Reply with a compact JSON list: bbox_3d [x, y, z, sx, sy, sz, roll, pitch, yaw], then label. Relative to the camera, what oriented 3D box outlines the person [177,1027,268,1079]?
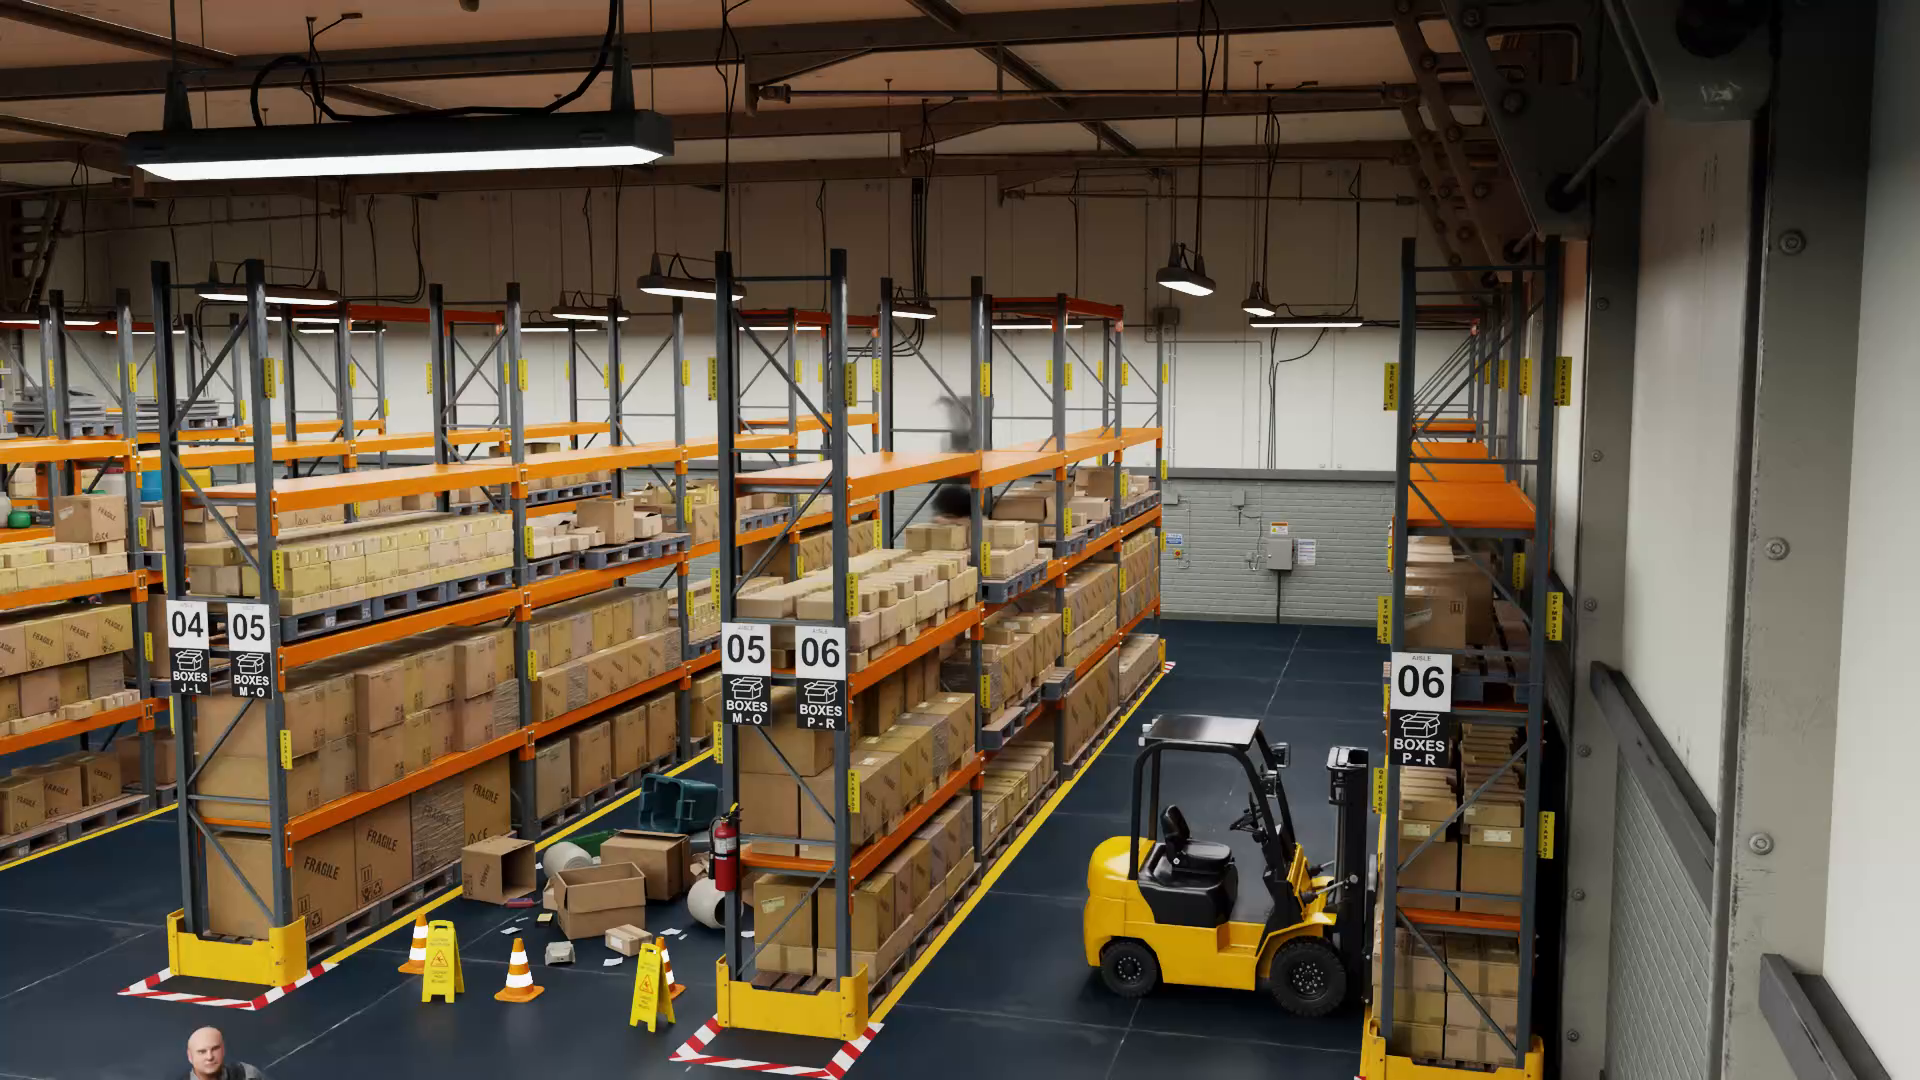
[{"bbox_3d":[-3.882,3.396,8.664,0.642,1.772,0.791,-3,7,-28],"label":"person"}]
